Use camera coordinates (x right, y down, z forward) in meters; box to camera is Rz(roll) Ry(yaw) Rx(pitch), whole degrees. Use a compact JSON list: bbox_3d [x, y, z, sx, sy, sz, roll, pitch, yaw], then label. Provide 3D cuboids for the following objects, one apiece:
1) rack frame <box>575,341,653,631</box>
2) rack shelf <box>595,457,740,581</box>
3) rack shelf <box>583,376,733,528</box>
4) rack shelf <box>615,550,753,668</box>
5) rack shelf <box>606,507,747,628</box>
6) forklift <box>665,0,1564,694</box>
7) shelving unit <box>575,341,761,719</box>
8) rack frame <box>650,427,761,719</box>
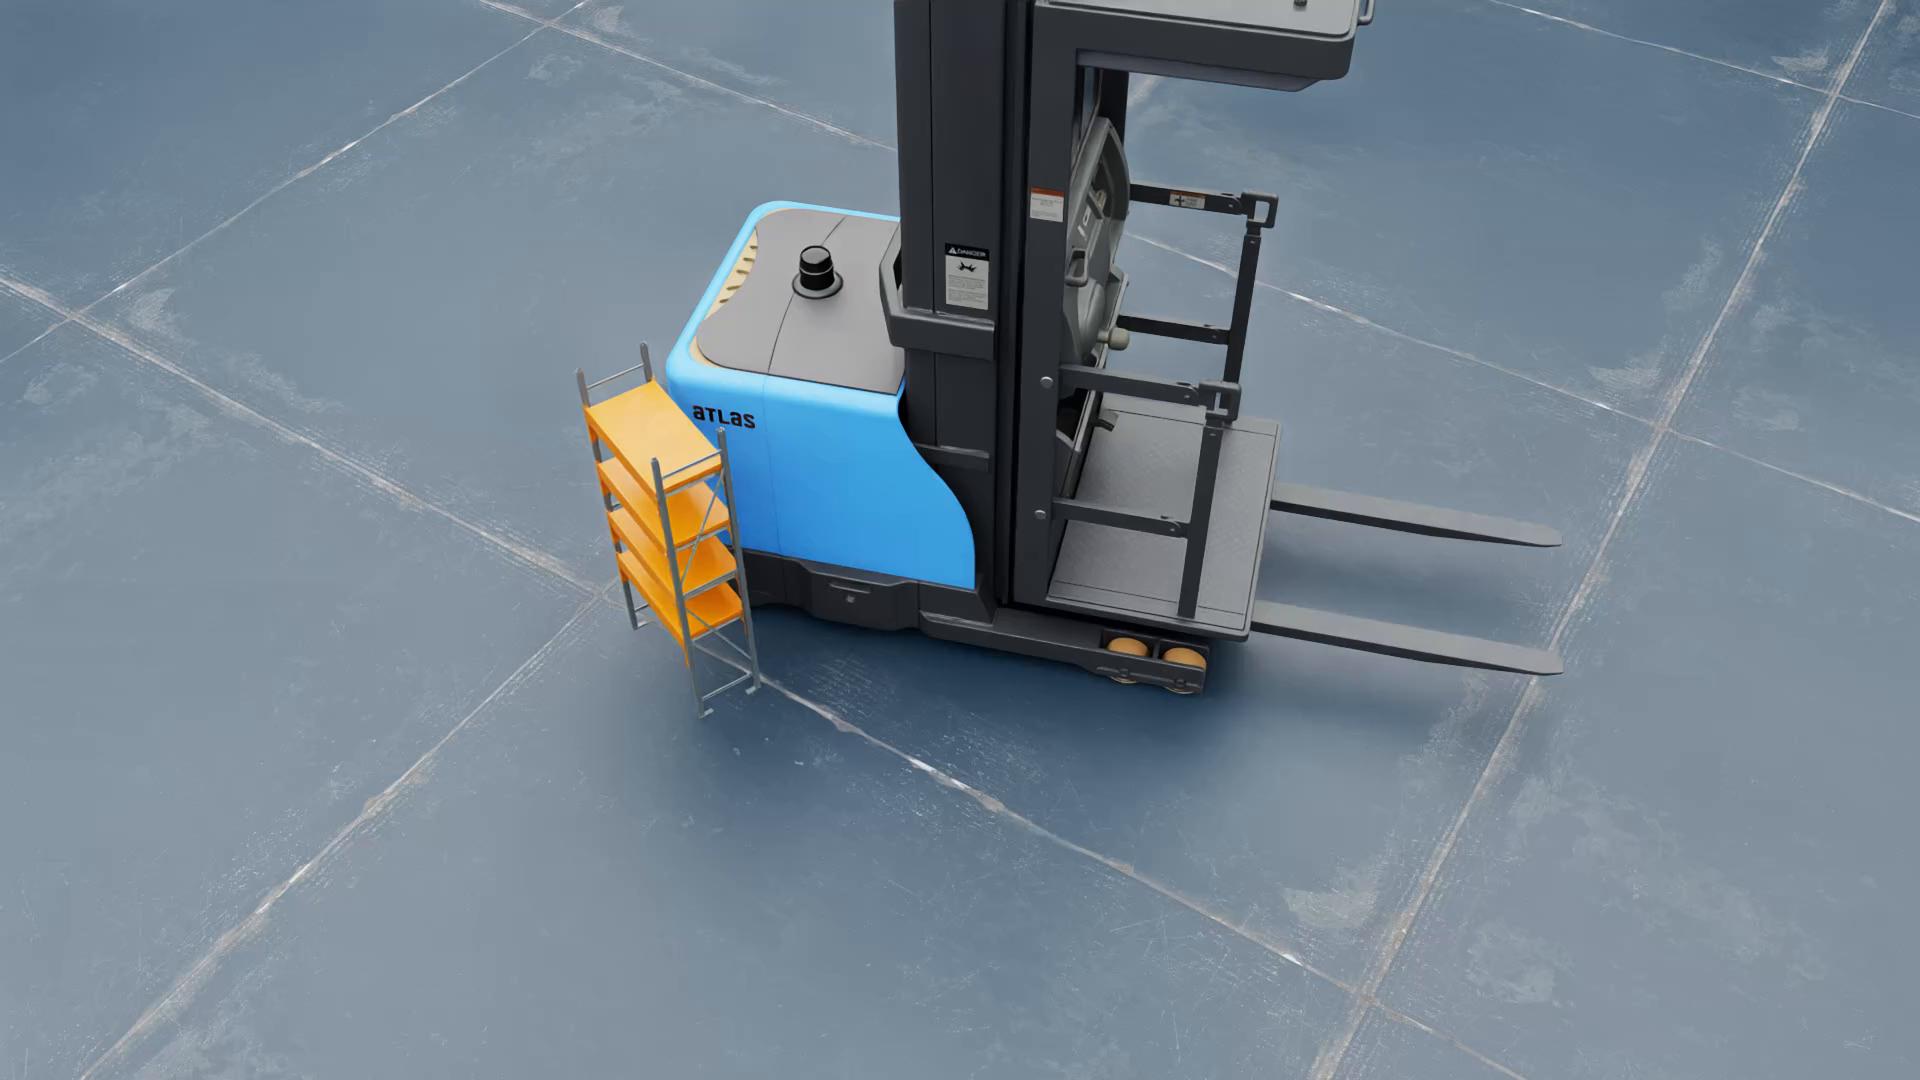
[{"bbox_3d":[-1.073,-0.148,5.556,0.240,1.200,0.015,-27,52,-24],"label":"rack frame"},{"bbox_3d":[-0.933,-0.114,5.305,0.258,0.148,0.480,-27,52,-24],"label":"rack shelf"},{"bbox_3d":[-0.934,-0.278,5.135,0.258,0.148,0.480,-27,52,-24],"label":"rack shelf"},{"bbox_3d":[-0.932,0.180,5.608,0.258,0.148,0.480,-27,52,-24],"label":"rack shelf"},{"bbox_3d":[-0.933,0.042,5.466,0.258,0.148,0.480,-27,52,-24],"label":"rack shelf"},{"bbox_3d":[0.610,-0.915,5.095,3.031,2.935,1.130,10,47,10],"label":"forklift"},{"bbox_3d":[-0.933,-0.005,5.417,0.258,1.200,0.503,-27,52,-24],"label":"shelving unit"},{"bbox_3d":[-0.792,0.138,5.278,0.240,1.200,0.015,-27,52,-24],"label":"rack frame"}]
